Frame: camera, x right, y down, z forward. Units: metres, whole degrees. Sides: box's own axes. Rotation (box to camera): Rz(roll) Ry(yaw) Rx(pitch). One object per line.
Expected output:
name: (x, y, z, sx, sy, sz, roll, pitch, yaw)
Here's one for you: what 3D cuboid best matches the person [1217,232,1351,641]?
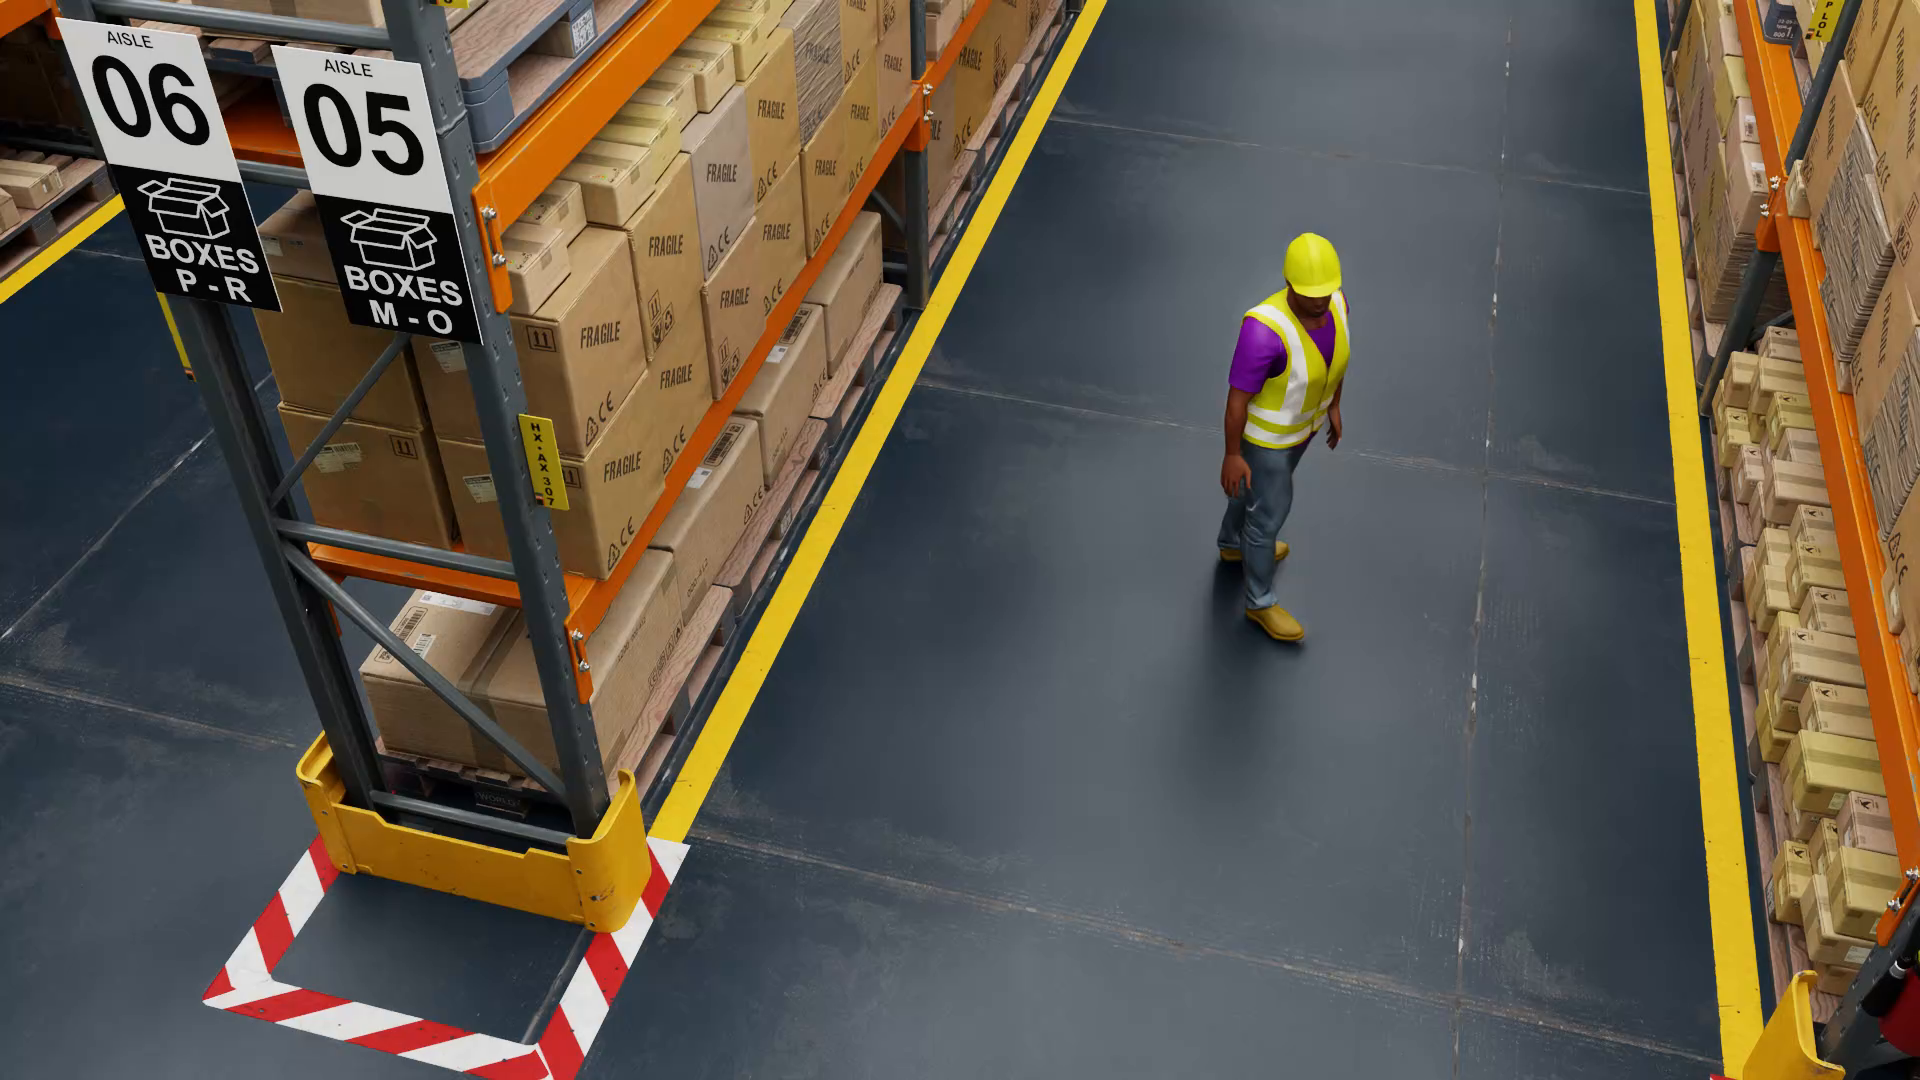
person: (1.297, -0.424, 6.604, 0.607, 1.766, 0.647, 31, 49, 31)
